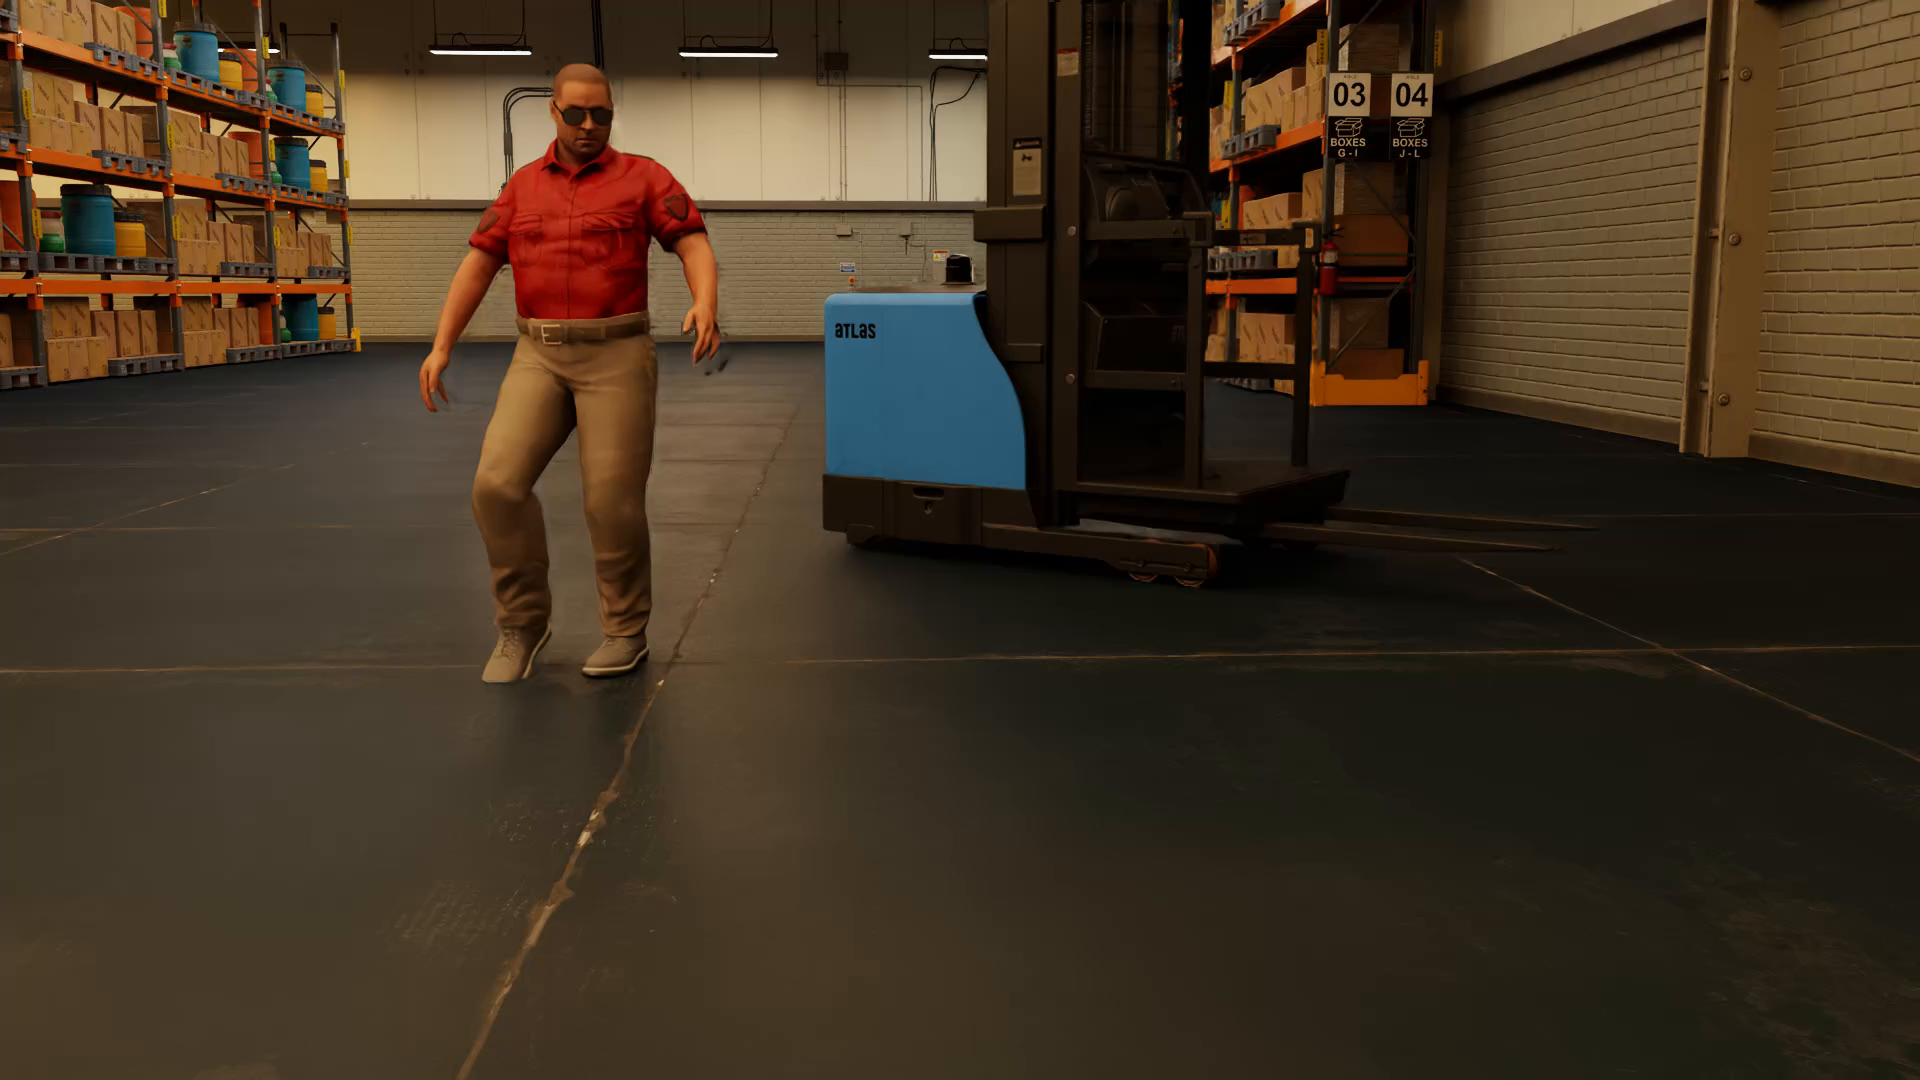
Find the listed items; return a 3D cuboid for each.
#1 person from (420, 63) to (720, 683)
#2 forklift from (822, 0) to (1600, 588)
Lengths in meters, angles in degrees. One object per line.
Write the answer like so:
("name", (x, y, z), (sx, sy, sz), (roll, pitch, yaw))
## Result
("person", (-1.064, -0.439, 4.673), (0.923, 1.761, 0.464), (2, 9, 12))
("forklift", (0.916, -1.363, 6.508), (3.031, 2.935, 1.130), (6, 10, 34))
